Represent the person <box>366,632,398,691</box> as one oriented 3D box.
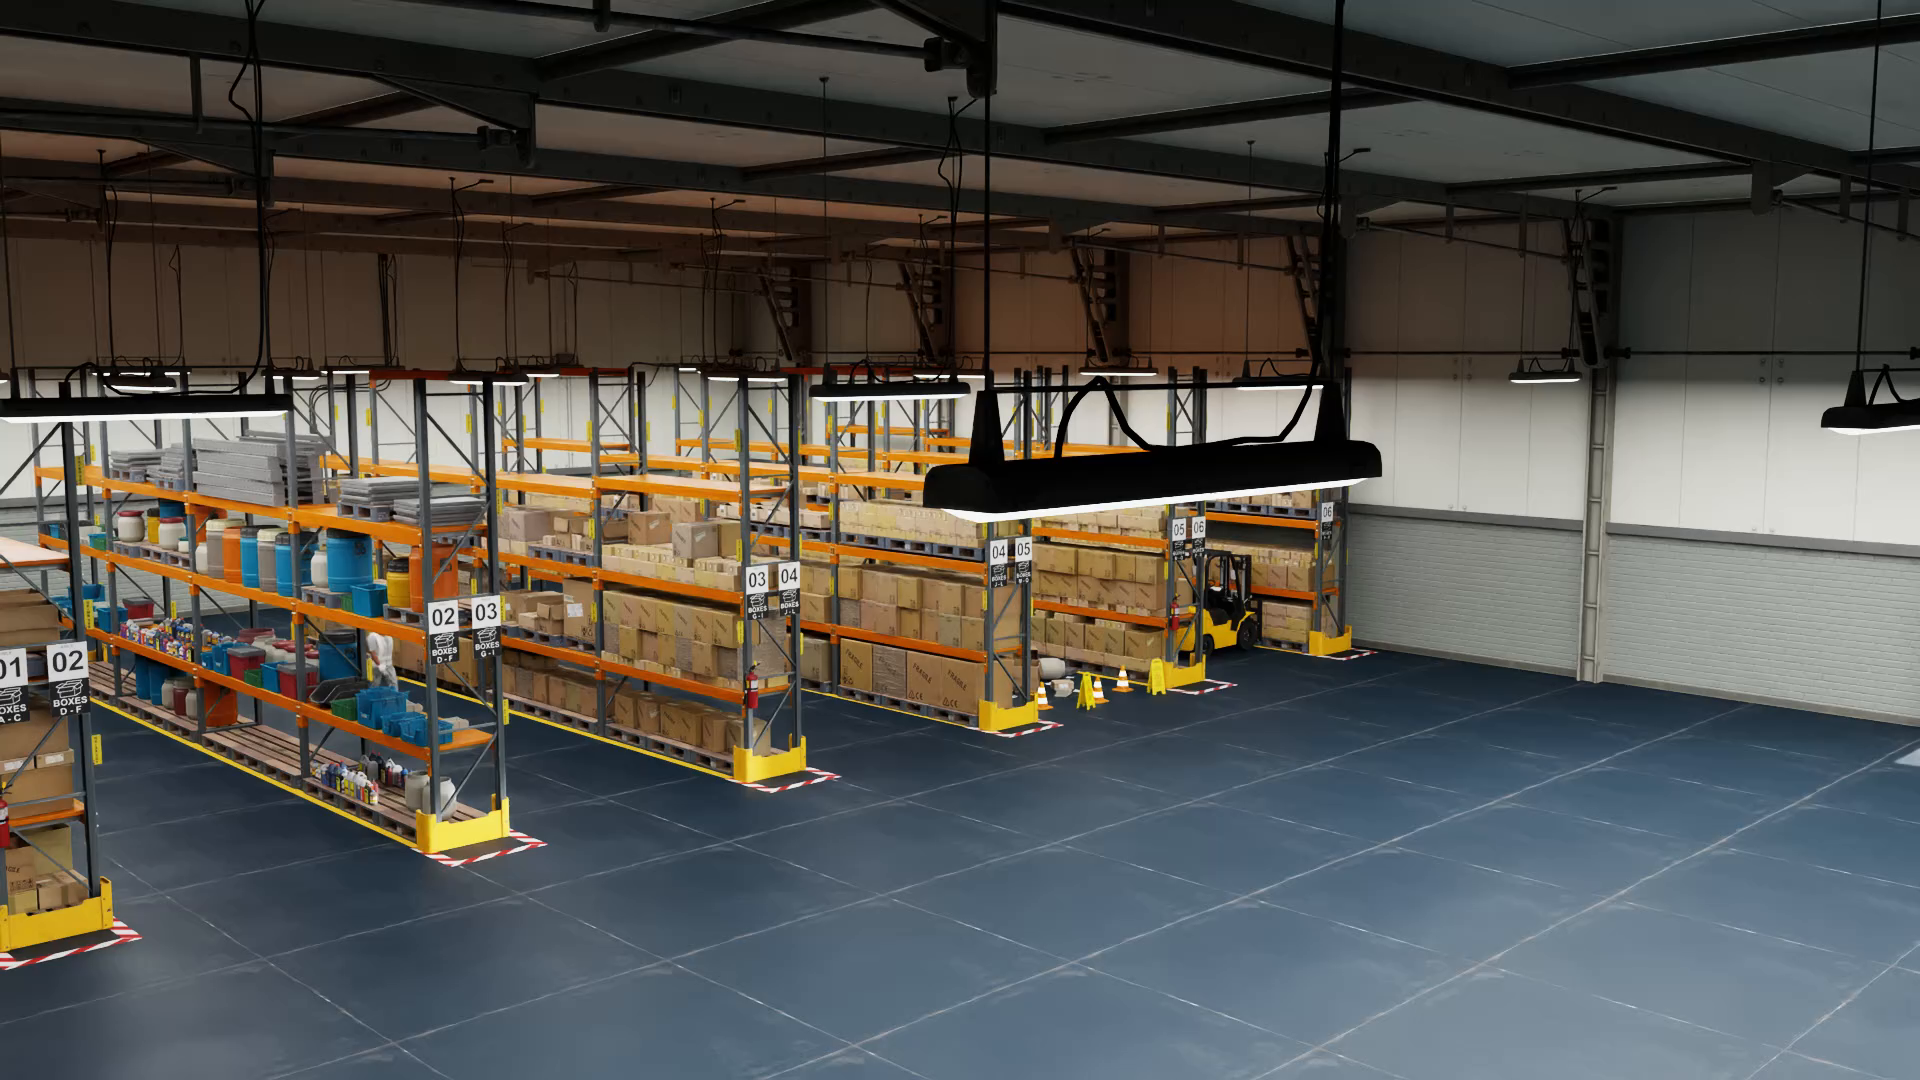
[{"bbox_3d":[-10.019,2.185,29.002,0.995,1.725,0.574,4,8,31],"label":"person"}]
